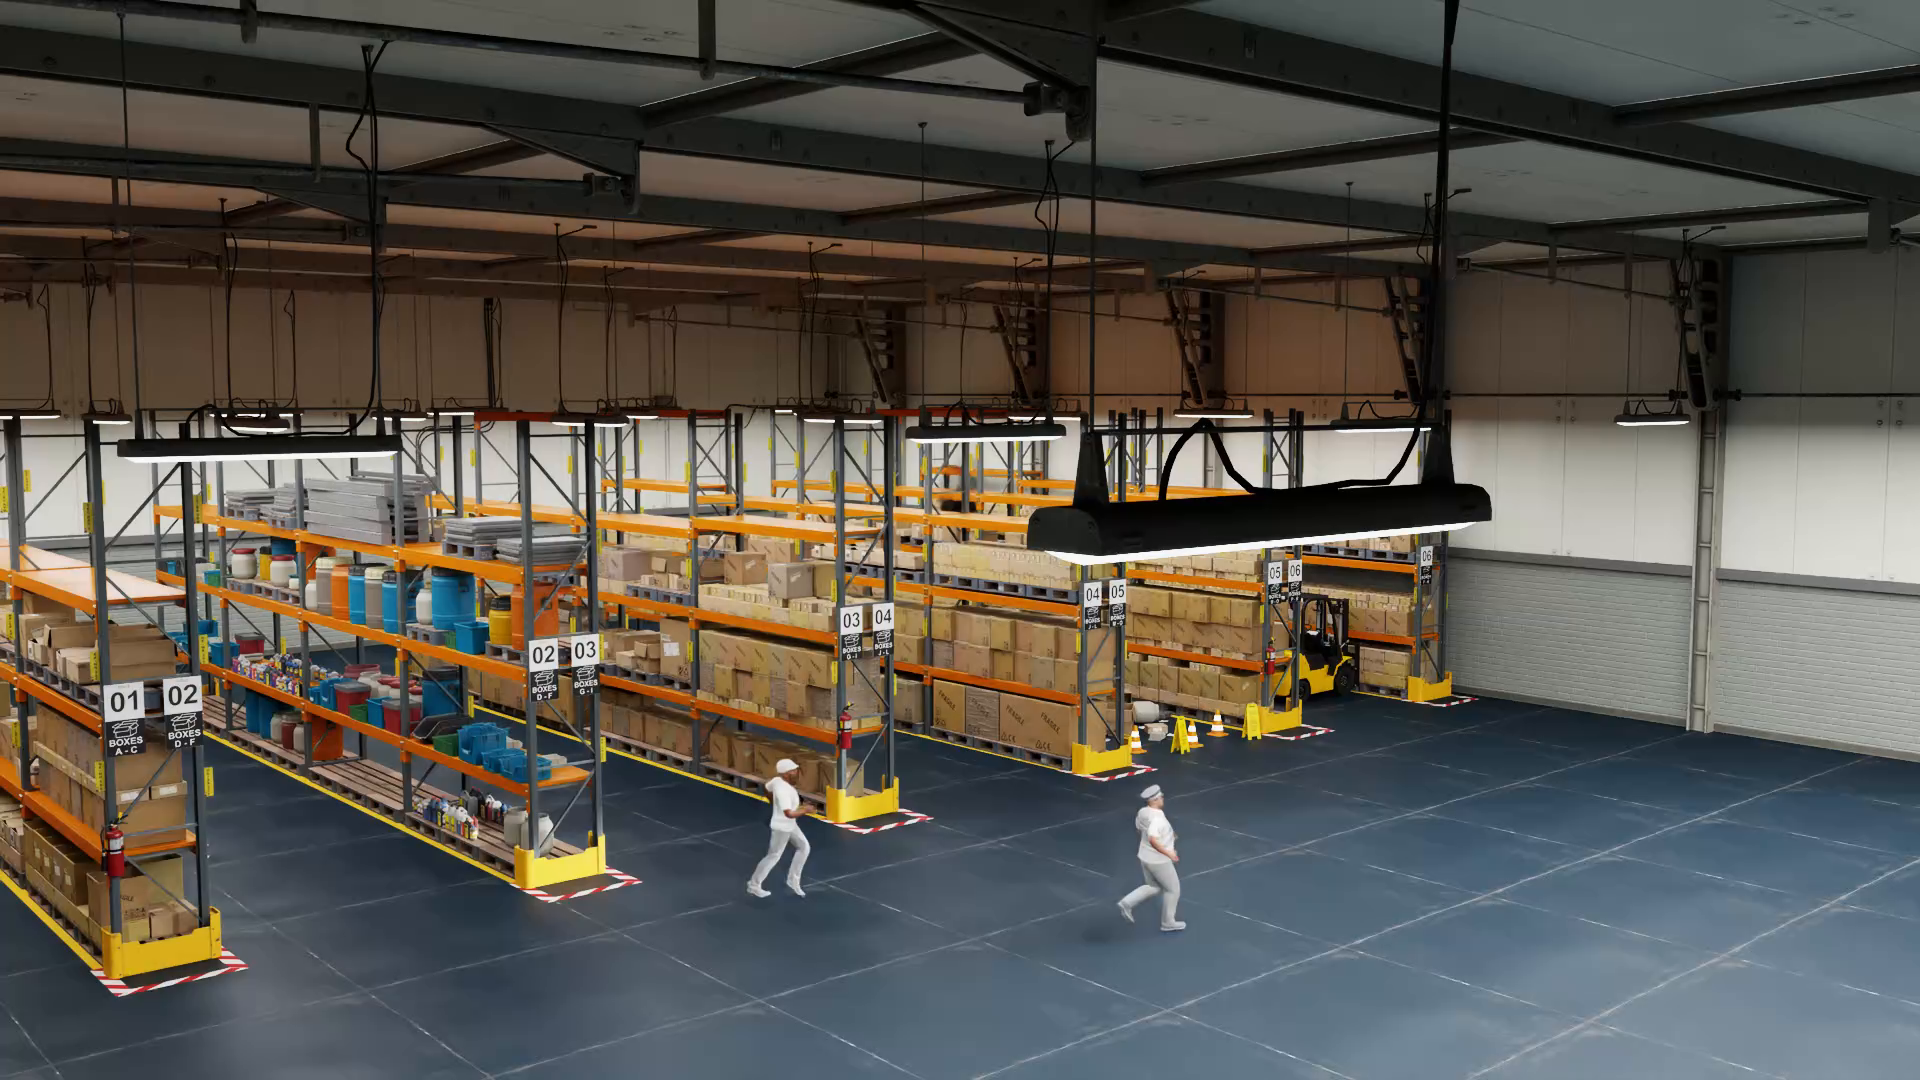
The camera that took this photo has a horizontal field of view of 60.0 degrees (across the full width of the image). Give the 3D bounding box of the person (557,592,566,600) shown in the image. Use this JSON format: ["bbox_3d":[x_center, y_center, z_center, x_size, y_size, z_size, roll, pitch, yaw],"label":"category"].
[{"bbox_3d":[-9.426,2.046,39.014,0.734,1.803,0.631,-1,5,-9],"label":"person"}]

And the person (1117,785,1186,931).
[{"bbox_3d":[2.279,3.739,19.549,0.830,1.747,0.675,-2,5,-18],"label":"person"}]

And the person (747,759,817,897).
[{"bbox_3d":[-2.226,3.606,20.854,0.889,1.764,0.710,0,5,-2],"label":"person"}]
